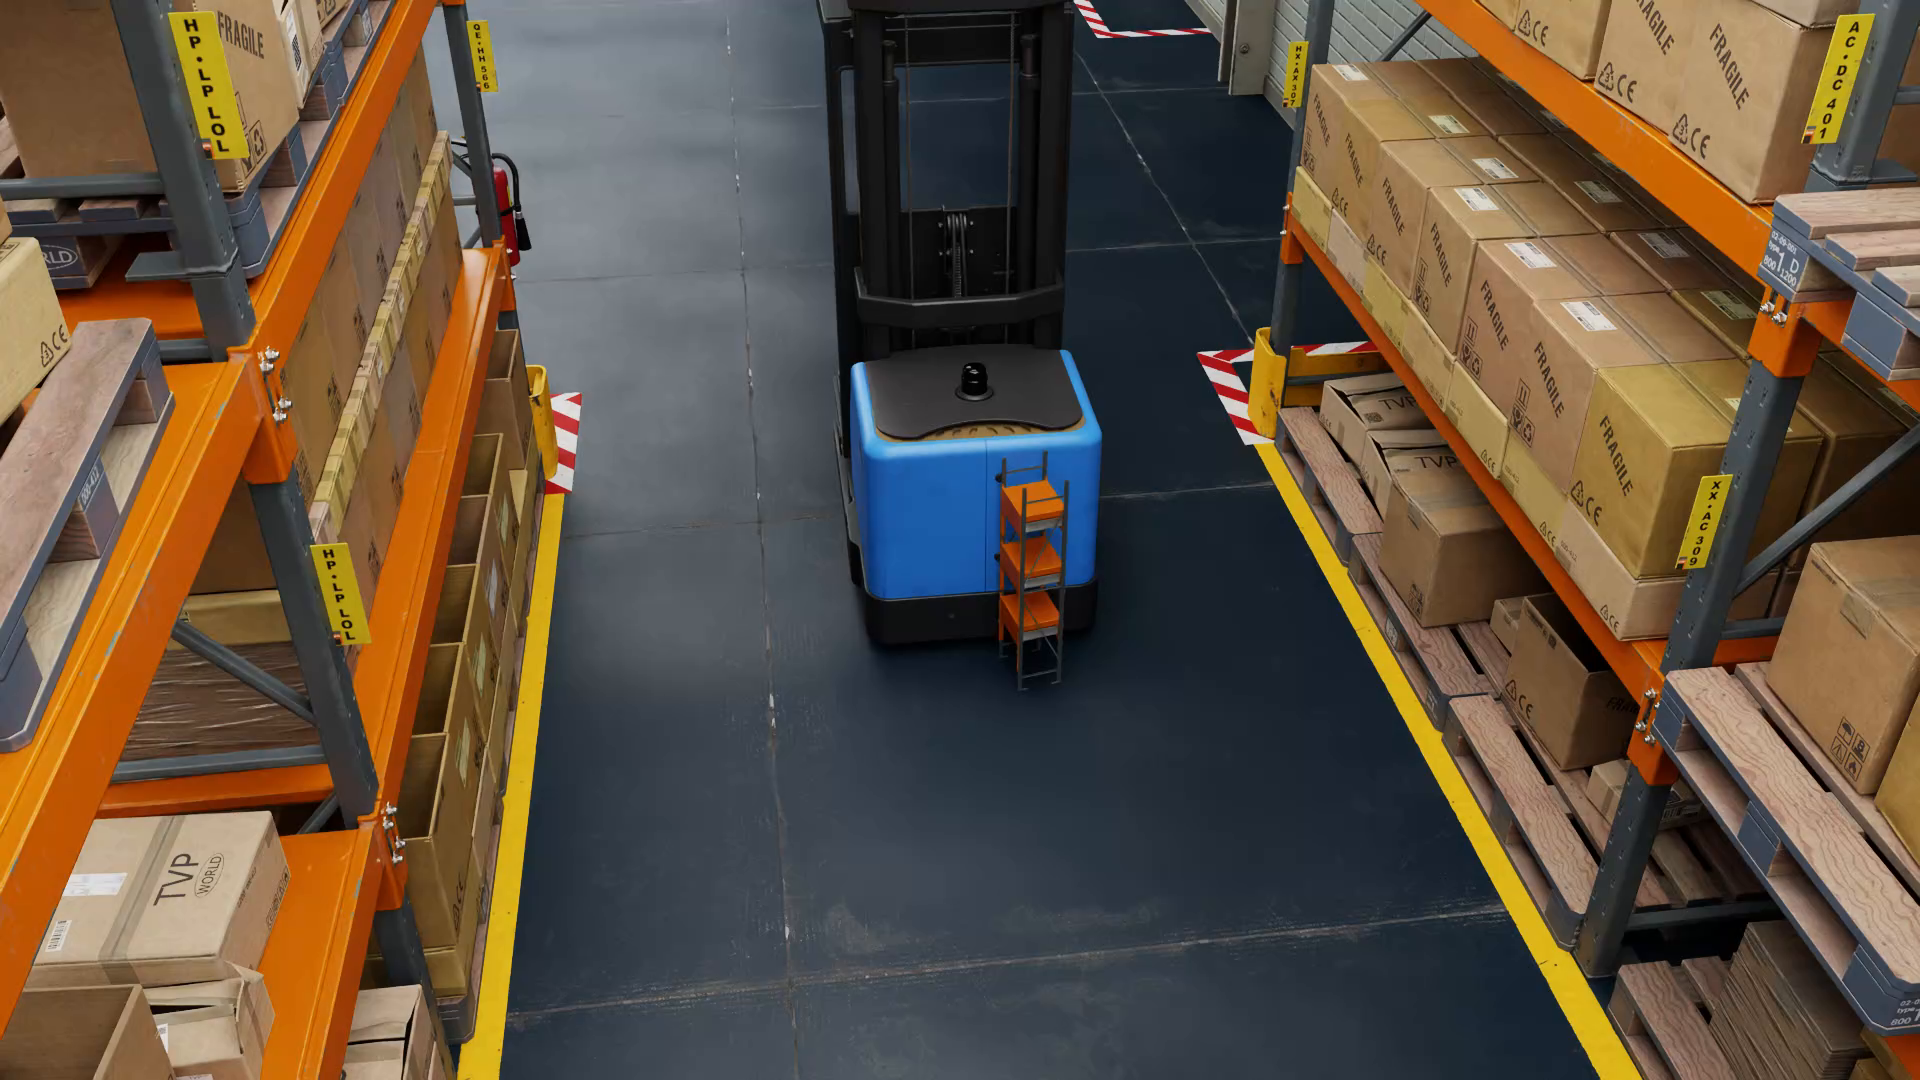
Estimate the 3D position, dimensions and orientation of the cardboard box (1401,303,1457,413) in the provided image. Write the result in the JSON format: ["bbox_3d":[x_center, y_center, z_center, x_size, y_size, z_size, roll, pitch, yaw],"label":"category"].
[{"bbox_3d":[2.153,-0.765,6.824,0.500,0.250,0.500,-4,34,-6],"label":"cardboard box"}]

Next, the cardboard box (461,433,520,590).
[{"bbox_3d":[-2.203,-0.107,7.146,0.500,0.500,0.500,-4,35,-6],"label":"cardboard box"}]

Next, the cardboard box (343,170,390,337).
[{"bbox_3d":[-2.449,-1.026,5.851,0.700,0.500,0.500,-4,35,-6],"label":"cardboard box"}]

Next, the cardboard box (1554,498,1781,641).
[{"bbox_3d":[2.363,0.074,5.593,0.500,0.250,0.500,-4,35,-6],"label":"cardboard box"}]

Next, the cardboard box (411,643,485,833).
[{"bbox_3d":[-2.008,0.731,5.917,0.500,0.500,0.500,-4,35,-6],"label":"cardboard box"}]

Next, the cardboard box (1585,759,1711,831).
[{"bbox_3d":[2.626,0.955,6.311,0.380,0.166,0.250,-9,35,-13],"label":"cardboard box"}]

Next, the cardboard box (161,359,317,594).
[{"bbox_3d":[-2.247,-0.185,4.618,0.700,0.500,0.500,-4,34,-6],"label":"cardboard box"}]

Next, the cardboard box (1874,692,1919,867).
[{"bbox_3d":[2.830,0.638,4.171,0.700,0.500,0.500,-1,34,-1],"label":"cardboard box"}]

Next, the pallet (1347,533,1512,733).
[{"bbox_3d":[2.434,0.360,7.535,1.003,0.211,1.213,-4,35,-6],"label":"pallet"}]

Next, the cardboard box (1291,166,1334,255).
[{"bbox_3d":[1.940,-1.620,8.079,0.500,0.250,0.500,-5,35,-8],"label":"cardboard box"}]

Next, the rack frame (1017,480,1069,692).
[{"bbox_3d":[0.347,0.210,7.010,0.200,1.050,0.008,-11,36,-15],"label":"rack frame"}]

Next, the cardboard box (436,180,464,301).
[{"bbox_3d":[-2.669,-1.373,7.512,0.700,0.500,0.500,-4,35,-6],"label":"cardboard box"}]

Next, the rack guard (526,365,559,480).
[{"bbox_3d":[-2.722,-0.573,8.648,1.175,0.500,0.348,-4,35,-6],"label":"rack guard"}]

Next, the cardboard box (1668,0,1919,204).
[{"bbox_3d":[2.414,-1.292,4.712,0.500,0.500,0.500,-3,34,-5],"label":"cardboard box"}]

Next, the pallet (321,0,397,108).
[{"bbox_3d":[-2.482,-1.717,5.521,1.003,0.211,1.213,-4,35,-6],"label":"pallet"}]

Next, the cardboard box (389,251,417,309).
[{"bbox_3d":[-2.303,-0.981,6.361,0.380,0.149,0.250,-3,34,-5],"label":"cardboard box"}]

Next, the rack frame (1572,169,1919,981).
[{"bbox_3d":[2.727,0.262,5.202,1.000,3.000,0.127,-4,35,-6],"label":"rack frame"}]

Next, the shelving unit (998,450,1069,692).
[{"bbox_3d":[0.308,0.145,7.105,0.215,1.050,0.252,-11,36,-15],"label":"shelving unit"}]

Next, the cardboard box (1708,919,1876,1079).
[{"bbox_3d":[2.843,1.523,5.181,0.700,0.500,0.500,-3,34,-5],"label":"cardboard box"}]

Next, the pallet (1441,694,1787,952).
[{"bbox_3d":[2.602,1.042,6.533,1.003,0.211,1.213,-4,35,-6],"label":"pallet"}]

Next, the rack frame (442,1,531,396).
[{"bbox_3d":[-2.719,-1.593,7.924,1.000,3.000,0.127,-4,35,-6],"label":"rack frame"}]

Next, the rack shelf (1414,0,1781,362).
[{"bbox_3d":[2.458,-1.796,6.198,1.077,0.370,4.000,-4,35,-6],"label":"rack shelf"}]

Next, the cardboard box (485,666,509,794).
[{"bbox_3d":[-2.067,0.761,6.538,0.500,0.250,0.500,-4,35,-6],"label":"cardboard box"}]

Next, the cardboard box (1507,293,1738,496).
[{"bbox_3d":[2.284,-0.513,5.788,0.500,0.500,0.500,-5,35,-7],"label":"cardboard box"}]

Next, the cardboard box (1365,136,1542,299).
[{"bbox_3d":[2.075,-1.372,7.049,0.500,0.500,0.500,-5,35,-8],"label":"cardboard box"}]

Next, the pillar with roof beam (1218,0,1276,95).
[{"bbox_3d":[-1.932,-7.146,10.746,9.100,9.000,0.400,-4,35,-6],"label":"pillar with roof beam"}]

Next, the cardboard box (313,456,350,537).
[{"bbox_3d":[-2.096,-0.119,5.096,0.380,0.149,0.250,-5,35,-8],"label":"cardboard box"}]

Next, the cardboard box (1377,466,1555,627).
[{"bbox_3d":[2.319,0.005,7.408,0.700,0.500,0.500,-6,35,-9],"label":"cardboard box"}]

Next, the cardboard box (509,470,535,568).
[{"bbox_3d":[-2.275,-0.075,7.766,0.500,0.250,0.500,-4,35,-6],"label":"cardboard box"}]

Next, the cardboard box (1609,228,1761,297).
[{"bbox_3d":[2.744,-0.840,6.268,0.500,0.500,0.500,-3,34,-5],"label":"cardboard box"}]

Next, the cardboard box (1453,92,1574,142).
[{"bbox_3d":[2.521,-1.698,7.527,0.500,0.500,0.500,-4,34,-6],"label":"cardboard box"}]

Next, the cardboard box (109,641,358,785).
[{"bbox_3d":[-2.247,0.351,4.983,0.700,0.500,0.500,-5,35,-8],"label":"cardboard box"}]

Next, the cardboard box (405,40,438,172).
[{"bbox_3d":[-2.662,-1.879,7.103,0.700,0.500,0.500,-4,35,-6],"label":"cardboard box"}]

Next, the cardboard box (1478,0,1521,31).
[{"bbox_3d":[2.190,-2.165,5.993,0.500,0.500,0.500,-2,34,-3],"label":"cardboard box"}]

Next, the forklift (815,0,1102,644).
[{"bbox_3d":[-0.081,-1.563,7.941,1.130,2.935,3.031,-4,34,-6],"label":"forklift"}]

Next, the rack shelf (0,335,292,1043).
[{"bbox_3d":[-1.912,0.813,2.369,1.077,0.370,4.000,-4,35,-6],"label":"rack shelf"}]

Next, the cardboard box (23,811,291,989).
[{"bbox_3d":[-2.071,0.973,4.292,0.500,0.250,0.500,-2,34,-3],"label":"cardboard box"}]

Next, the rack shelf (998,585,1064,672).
[{"bbox_3d":[0.308,0.383,7.268,0.215,0.259,0.240,-11,36,-15],"label":"rack shelf"}]

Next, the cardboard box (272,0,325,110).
[{"bbox_3d":[-2.060,-1.397,4.555,0.500,0.311,0.500,-6,35,-9],"label":"cardboard box"}]

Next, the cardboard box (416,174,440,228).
[{"bbox_3d":[-2.408,-1.415,6.998,0.380,0.149,0.250,-5,35,-7],"label":"cardboard box"}]

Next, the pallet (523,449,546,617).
[{"bbox_3d":[-2.575,-0.017,8.088,1.003,0.211,1.213,-4,35,-6],"label":"pallet"}]

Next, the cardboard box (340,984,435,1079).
[{"bbox_3d":[-1.842,1.574,4.847,0.500,0.311,0.500,-4,35,-6],"label":"cardboard box"}]

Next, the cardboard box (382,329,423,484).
[{"bbox_3d":[-2.458,-0.509,6.245,0.700,0.500,0.500,-3,34,-5],"label":"cardboard box"}]

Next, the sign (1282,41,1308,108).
[{"bbox_3d":[1.652,-2.287,8.173,0.100,0.325,0.005,-4,35,-6],"label":"sign"}]

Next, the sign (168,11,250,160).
[{"bbox_3d":[-1.645,-0.991,3.638,0.100,0.325,0.005,-4,35,-6],"label":"sign"}]

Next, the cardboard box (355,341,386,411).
[{"bbox_3d":[-2.203,-0.554,5.734,0.380,0.149,0.250,-5,35,-8],"label":"cardboard box"}]
